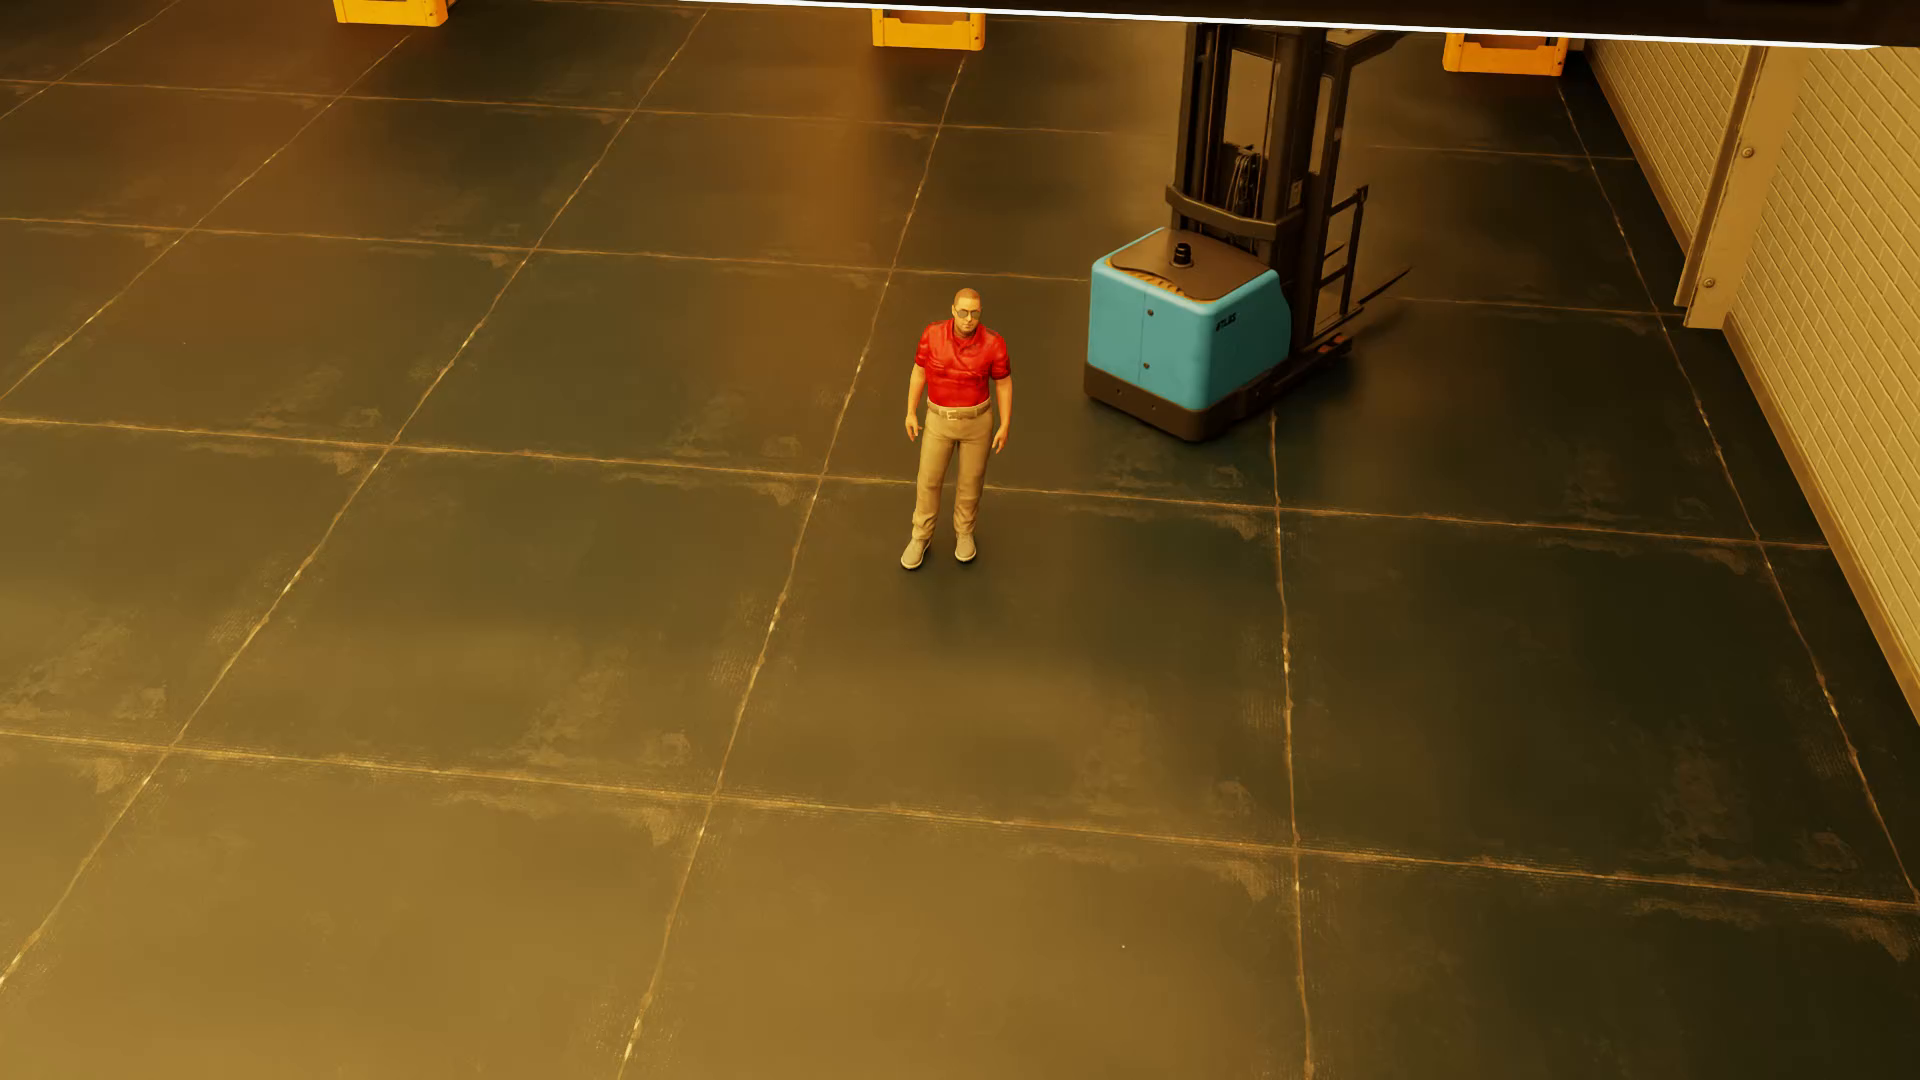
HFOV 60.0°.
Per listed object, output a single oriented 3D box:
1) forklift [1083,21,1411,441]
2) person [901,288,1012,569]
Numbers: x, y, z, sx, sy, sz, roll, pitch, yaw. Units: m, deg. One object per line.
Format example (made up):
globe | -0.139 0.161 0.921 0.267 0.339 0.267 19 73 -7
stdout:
forklift | 2.257 -2.630 11.598 1.130 2.935 3.031 29 45 34
person | -0.023 -0.650 9.912 0.640 1.727 0.551 4 37 6
